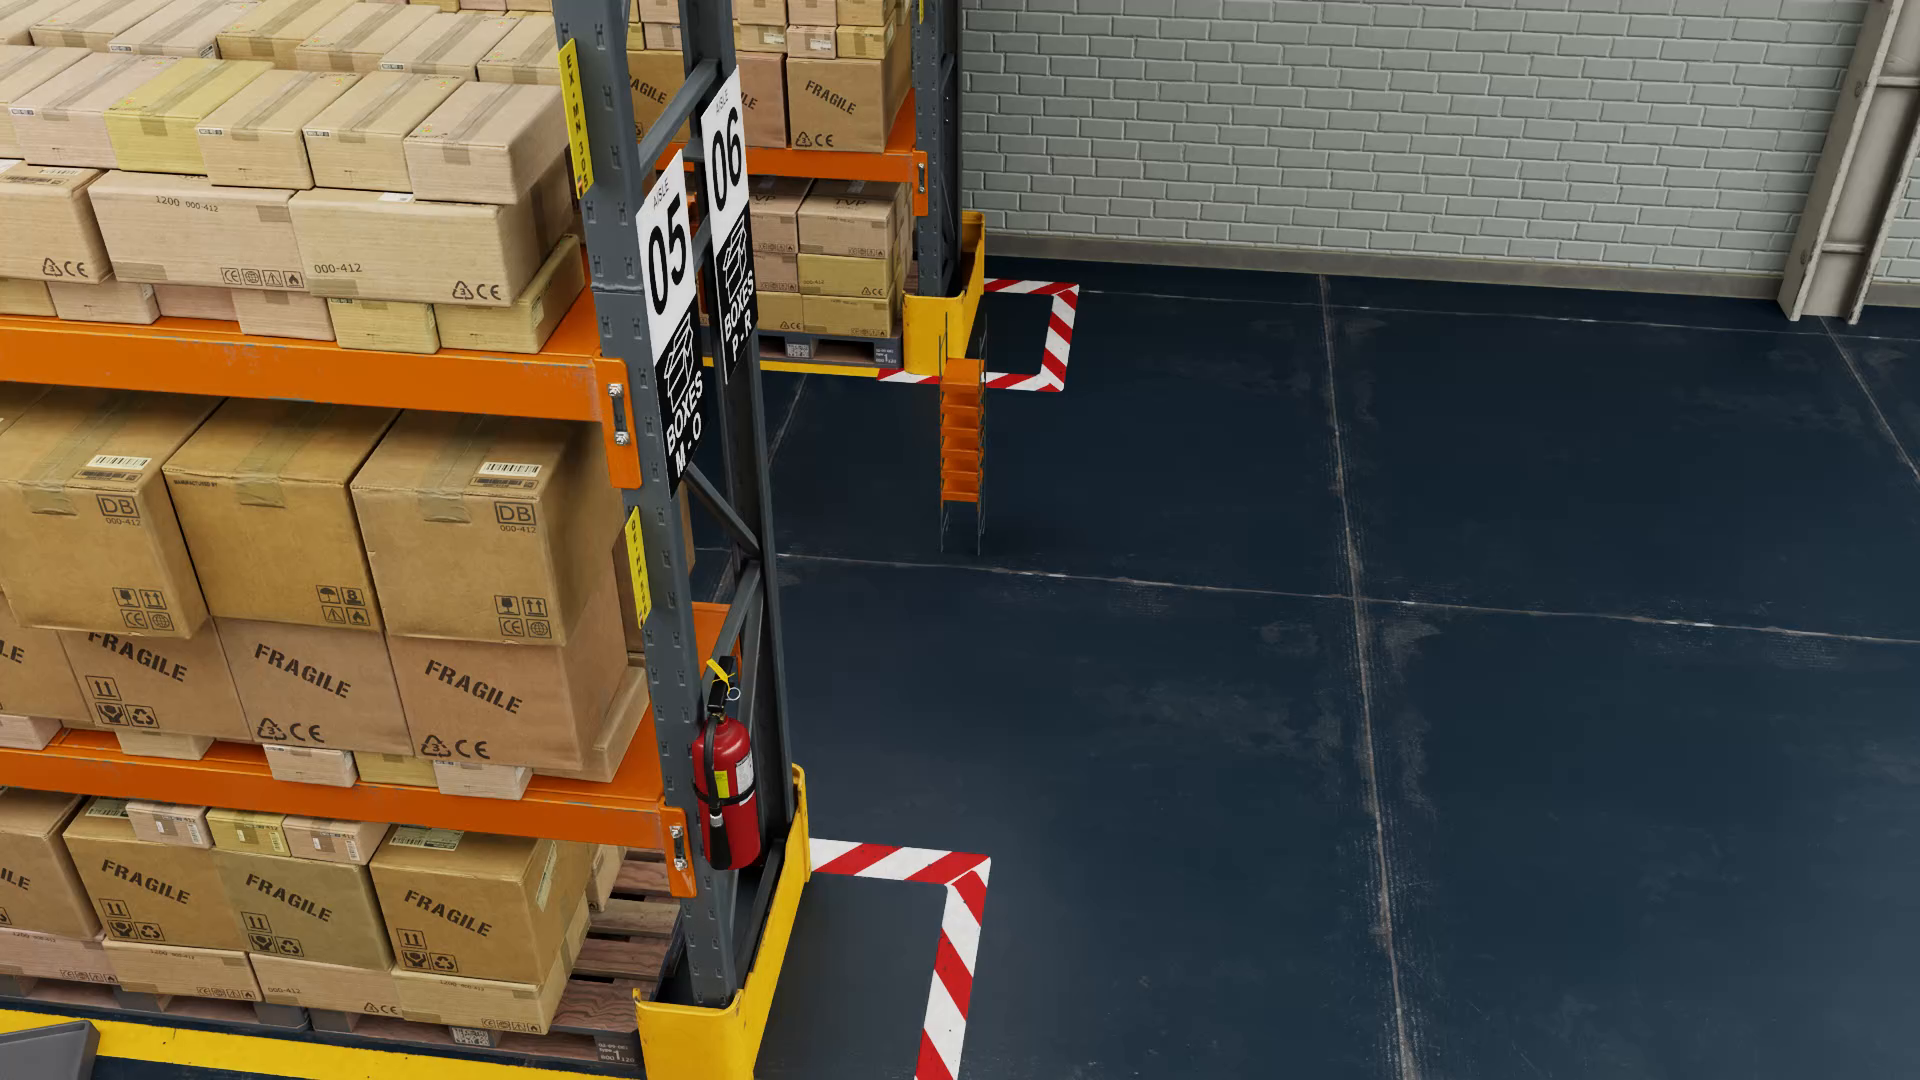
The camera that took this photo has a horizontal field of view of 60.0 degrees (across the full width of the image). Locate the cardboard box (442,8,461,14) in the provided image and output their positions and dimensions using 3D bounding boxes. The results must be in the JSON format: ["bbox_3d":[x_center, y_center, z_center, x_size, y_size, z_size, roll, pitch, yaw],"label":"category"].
[{"bbox_3d":[-2.782,-2.828,8.986,0.250,0.149,0.380,4,36,5],"label":"cardboard box"}]

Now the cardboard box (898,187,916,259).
[{"bbox_3d":[-0.551,-1.915,9.926,0.500,0.250,0.500,5,36,7],"label":"cardboard box"}]

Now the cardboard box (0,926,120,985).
[{"bbox_3d":[-3.099,1.277,5.884,0.500,0.250,0.500,4,36,5],"label":"cardboard box"}]

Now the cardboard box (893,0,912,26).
[{"bbox_3d":[-0.414,-2.984,9.205,0.250,0.149,0.380,3,36,5],"label":"cardboard box"}]

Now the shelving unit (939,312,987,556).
[{"bbox_3d":[0.014,-0.487,7.900,0.189,1.200,0.258,4,36,6],"label":"shelving unit"}]

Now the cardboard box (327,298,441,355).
[{"bbox_3d":[-1.380,-0.628,4.182,0.250,0.149,0.380,5,36,6],"label":"cardboard box"}]

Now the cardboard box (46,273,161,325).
[{"bbox_3d":[-2.135,-0.716,4.305,0.250,0.149,0.380,4,36,6],"label":"cardboard box"}]

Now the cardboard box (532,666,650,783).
[{"bbox_3d":[-1.138,0.553,5.109,0.250,0.149,0.380,5,36,8],"label":"cardboard box"}]

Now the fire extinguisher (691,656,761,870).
[{"bbox_3d":[-0.685,0.661,4.809,0.183,0.674,0.296,4,36,6],"label":"fire extinguisher"}]

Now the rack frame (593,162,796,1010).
[{"bbox_3d":[-0.740,0.355,5.170,0.127,3.000,1.000,4,36,6],"label":"rack frame"}]

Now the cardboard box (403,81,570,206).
[{"bbox_3d":[-1.113,-0.943,3.937,0.250,0.149,0.380,5,36,6],"label":"cardboard box"}]

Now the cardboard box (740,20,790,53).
[{"bbox_3d":[-0.997,-2.730,8.849,0.250,0.149,0.380,5,36,7],"label":"cardboard box"}]

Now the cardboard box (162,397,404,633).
[{"bbox_3d":[-1.775,-0.167,4.700,0.500,0.500,0.700,5,36,6],"label":"cardboard box"}]

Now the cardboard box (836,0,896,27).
[{"bbox_3d":[-0.493,-2.836,8.741,0.250,0.149,0.380,4,36,6],"label":"cardboard box"}]

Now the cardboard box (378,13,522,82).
[{"bbox_3d":[-1.318,-1.242,4.355,0.250,0.149,0.380,4,36,6],"label":"cardboard box"}]

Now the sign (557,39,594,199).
[{"bbox_3d":[-0.830,-0.908,3.596,0.005,0.325,0.100,4,36,6],"label":"sign"}]

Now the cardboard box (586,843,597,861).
[{"bbox_3d":[-1.528,0.778,5.938,0.500,0.500,0.500,3,36,4],"label":"cardboard box"}]

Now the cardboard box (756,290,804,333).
[{"bbox_3d":[-1.109,-1.452,9.708,0.500,0.250,0.500,4,36,6],"label":"cardboard box"}]

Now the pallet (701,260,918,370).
[{"bbox_3d":[-0.875,-1.403,10.034,1.213,0.211,1.003,4,36,6],"label":"pallet"}]

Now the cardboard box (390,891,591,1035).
[{"bbox_3d":[-1.599,1.397,5.716,0.500,0.250,0.500,4,36,6],"label":"cardboard box"}]

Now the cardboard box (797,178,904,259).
[{"bbox_3d":[-0.608,-1.818,9.360,0.500,0.250,0.500,5,36,8],"label":"cardboard box"}]

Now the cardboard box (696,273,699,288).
[{"bbox_3d":[-1.644,-1.686,9.605,0.500,0.250,0.500,3,36,5],"label":"cardboard box"}]

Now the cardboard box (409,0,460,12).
[{"bbox_3d":[-2.772,-2.970,8.928,0.250,0.149,0.380,4,36,5],"label":"cardboard box"}]

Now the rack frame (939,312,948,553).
[{"bbox_3d":[-0.076,-0.494,7.909,0.006,1.200,0.240,4,36,6],"label":"rack frame"}]

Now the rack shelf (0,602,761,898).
[{"bbox_3d":[-2.723,0.500,5.587,4.000,0.370,1.077,4,36,6],"label":"rack shelf"}]

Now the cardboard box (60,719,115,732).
[{"bbox_3d":[-2.651,0.429,5.284,0.250,0.149,0.380,4,36,6],"label":"cardboard box"}]

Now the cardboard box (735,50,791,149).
[{"bbox_3d":[-1.146,-2.475,9.049,0.500,0.500,0.500,5,36,7],"label":"cardboard box"}]

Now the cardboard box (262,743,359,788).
[{"bbox_3d":[-1.914,0.565,5.092,0.250,0.149,0.380,5,36,7],"label":"cardboard box"}]

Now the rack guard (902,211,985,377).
[{"bbox_3d":[-0.087,-1.486,9.902,0.348,0.500,1.175,4,36,6],"label":"rack guard"}]

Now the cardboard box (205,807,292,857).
[{"bbox_3d":[-2.189,0.816,5.326,0.250,0.149,0.380,5,36,7],"label":"cardboard box"}]

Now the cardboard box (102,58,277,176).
[{"bbox_3d":[-1.864,-1.041,4.074,0.250,0.149,0.380,4,36,6],"label":"cardboard box"}]

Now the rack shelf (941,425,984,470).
[{"bbox_3d":[0.014,-0.451,7.926,0.180,0.103,0.258,4,36,6],"label":"rack shelf"}]

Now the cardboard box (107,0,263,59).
[{"bbox_3d":[-2.055,-1.320,4.465,0.250,0.149,0.380,4,36,6],"label":"cardboard box"}]

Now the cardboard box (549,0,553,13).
[{"bbox_3d":[-2.015,-2.946,8.895,0.250,0.149,0.380,5,36,7],"label":"cardboard box"}]

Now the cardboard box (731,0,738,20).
[{"bbox_3d":[-1.242,-2.901,8.833,0.250,0.149,0.380,4,36,6],"label":"cardboard box"}]

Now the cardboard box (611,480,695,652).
[{"bbox_3d":[-1.174,-0.002,5.328,0.500,0.500,0.500,4,36,5],"label":"cardboard box"}]

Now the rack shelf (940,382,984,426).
[{"bbox_3d":[0.014,-0.646,7.786,0.180,0.103,0.258,4,36,6],"label":"rack shelf"}]

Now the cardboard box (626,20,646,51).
[{"bbox_3d":[-1.766,-2.755,8.884,0.250,0.149,0.380,5,36,6],"label":"cardboard box"}]

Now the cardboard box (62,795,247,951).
[{"bbox_3d":[-2.585,1.011,5.611,0.500,0.500,0.500,3,36,5],"label":"cardboard box"}]

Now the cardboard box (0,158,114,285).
[{"bbox_3d":[-2.295,-0.882,4.195,0.500,0.250,0.500,5,36,7],"label":"cardboard box"}]

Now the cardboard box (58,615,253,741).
[{"bbox_3d":[-2.305,0.233,4.999,0.500,0.500,0.500,4,36,6],"label":"cardboard box"}]

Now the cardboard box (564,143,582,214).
[{"bbox_3d":[-1.204,-1.117,4.523,0.500,0.250,0.500,4,36,5],"label":"cardboard box"}]
